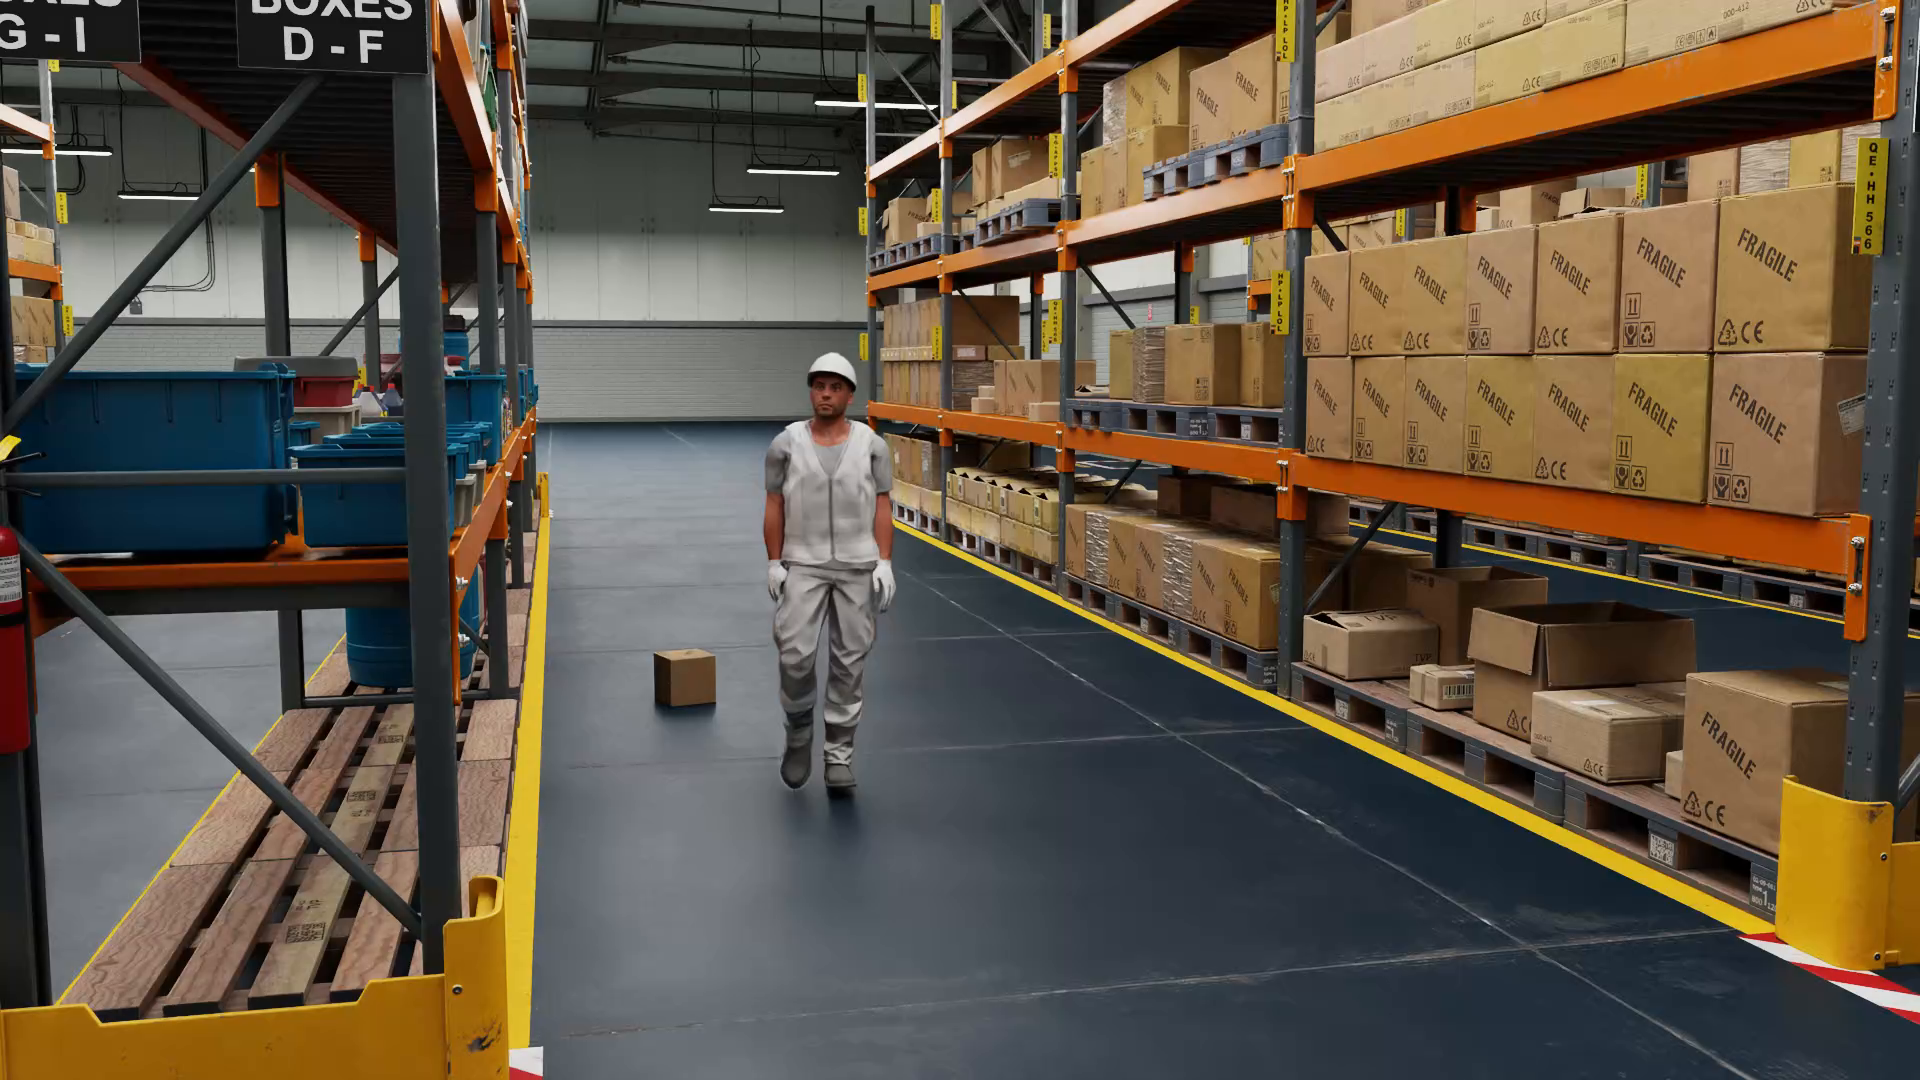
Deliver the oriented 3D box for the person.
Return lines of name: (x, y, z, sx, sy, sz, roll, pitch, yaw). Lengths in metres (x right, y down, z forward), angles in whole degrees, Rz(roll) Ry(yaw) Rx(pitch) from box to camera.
person: (-0.527, 0.136, 6.785, 0.531, 1.793, 0.444, -1, 6, -9)
